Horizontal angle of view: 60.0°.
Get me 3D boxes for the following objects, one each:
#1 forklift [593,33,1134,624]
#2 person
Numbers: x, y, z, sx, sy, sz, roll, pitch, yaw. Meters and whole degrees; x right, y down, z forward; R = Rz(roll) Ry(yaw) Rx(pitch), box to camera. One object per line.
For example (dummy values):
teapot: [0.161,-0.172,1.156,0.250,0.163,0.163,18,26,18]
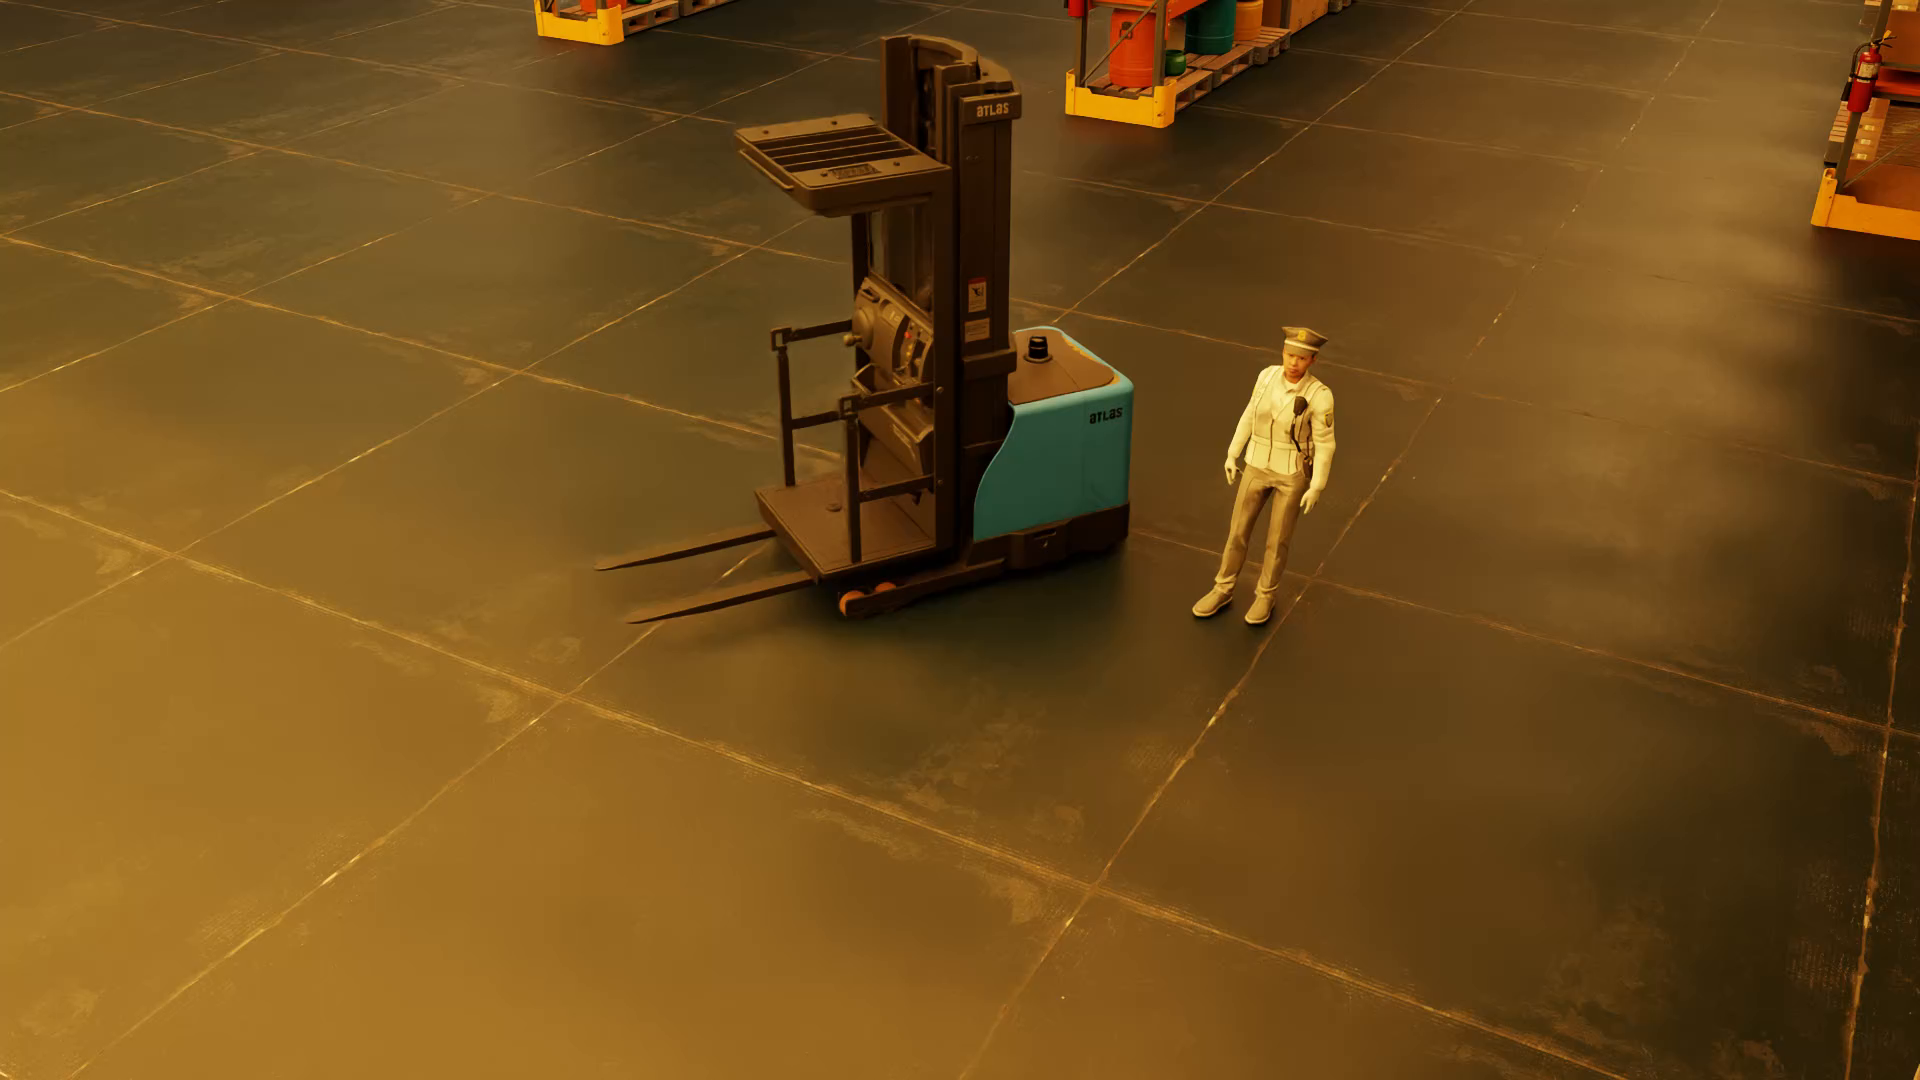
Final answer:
forklift: [-0.553,-1.122,9.015,3.031,2.935,1.130,-14,33,-23]
person: [1.662,-0.337,8.878,0.588,1.696,0.530,20,36,31]
